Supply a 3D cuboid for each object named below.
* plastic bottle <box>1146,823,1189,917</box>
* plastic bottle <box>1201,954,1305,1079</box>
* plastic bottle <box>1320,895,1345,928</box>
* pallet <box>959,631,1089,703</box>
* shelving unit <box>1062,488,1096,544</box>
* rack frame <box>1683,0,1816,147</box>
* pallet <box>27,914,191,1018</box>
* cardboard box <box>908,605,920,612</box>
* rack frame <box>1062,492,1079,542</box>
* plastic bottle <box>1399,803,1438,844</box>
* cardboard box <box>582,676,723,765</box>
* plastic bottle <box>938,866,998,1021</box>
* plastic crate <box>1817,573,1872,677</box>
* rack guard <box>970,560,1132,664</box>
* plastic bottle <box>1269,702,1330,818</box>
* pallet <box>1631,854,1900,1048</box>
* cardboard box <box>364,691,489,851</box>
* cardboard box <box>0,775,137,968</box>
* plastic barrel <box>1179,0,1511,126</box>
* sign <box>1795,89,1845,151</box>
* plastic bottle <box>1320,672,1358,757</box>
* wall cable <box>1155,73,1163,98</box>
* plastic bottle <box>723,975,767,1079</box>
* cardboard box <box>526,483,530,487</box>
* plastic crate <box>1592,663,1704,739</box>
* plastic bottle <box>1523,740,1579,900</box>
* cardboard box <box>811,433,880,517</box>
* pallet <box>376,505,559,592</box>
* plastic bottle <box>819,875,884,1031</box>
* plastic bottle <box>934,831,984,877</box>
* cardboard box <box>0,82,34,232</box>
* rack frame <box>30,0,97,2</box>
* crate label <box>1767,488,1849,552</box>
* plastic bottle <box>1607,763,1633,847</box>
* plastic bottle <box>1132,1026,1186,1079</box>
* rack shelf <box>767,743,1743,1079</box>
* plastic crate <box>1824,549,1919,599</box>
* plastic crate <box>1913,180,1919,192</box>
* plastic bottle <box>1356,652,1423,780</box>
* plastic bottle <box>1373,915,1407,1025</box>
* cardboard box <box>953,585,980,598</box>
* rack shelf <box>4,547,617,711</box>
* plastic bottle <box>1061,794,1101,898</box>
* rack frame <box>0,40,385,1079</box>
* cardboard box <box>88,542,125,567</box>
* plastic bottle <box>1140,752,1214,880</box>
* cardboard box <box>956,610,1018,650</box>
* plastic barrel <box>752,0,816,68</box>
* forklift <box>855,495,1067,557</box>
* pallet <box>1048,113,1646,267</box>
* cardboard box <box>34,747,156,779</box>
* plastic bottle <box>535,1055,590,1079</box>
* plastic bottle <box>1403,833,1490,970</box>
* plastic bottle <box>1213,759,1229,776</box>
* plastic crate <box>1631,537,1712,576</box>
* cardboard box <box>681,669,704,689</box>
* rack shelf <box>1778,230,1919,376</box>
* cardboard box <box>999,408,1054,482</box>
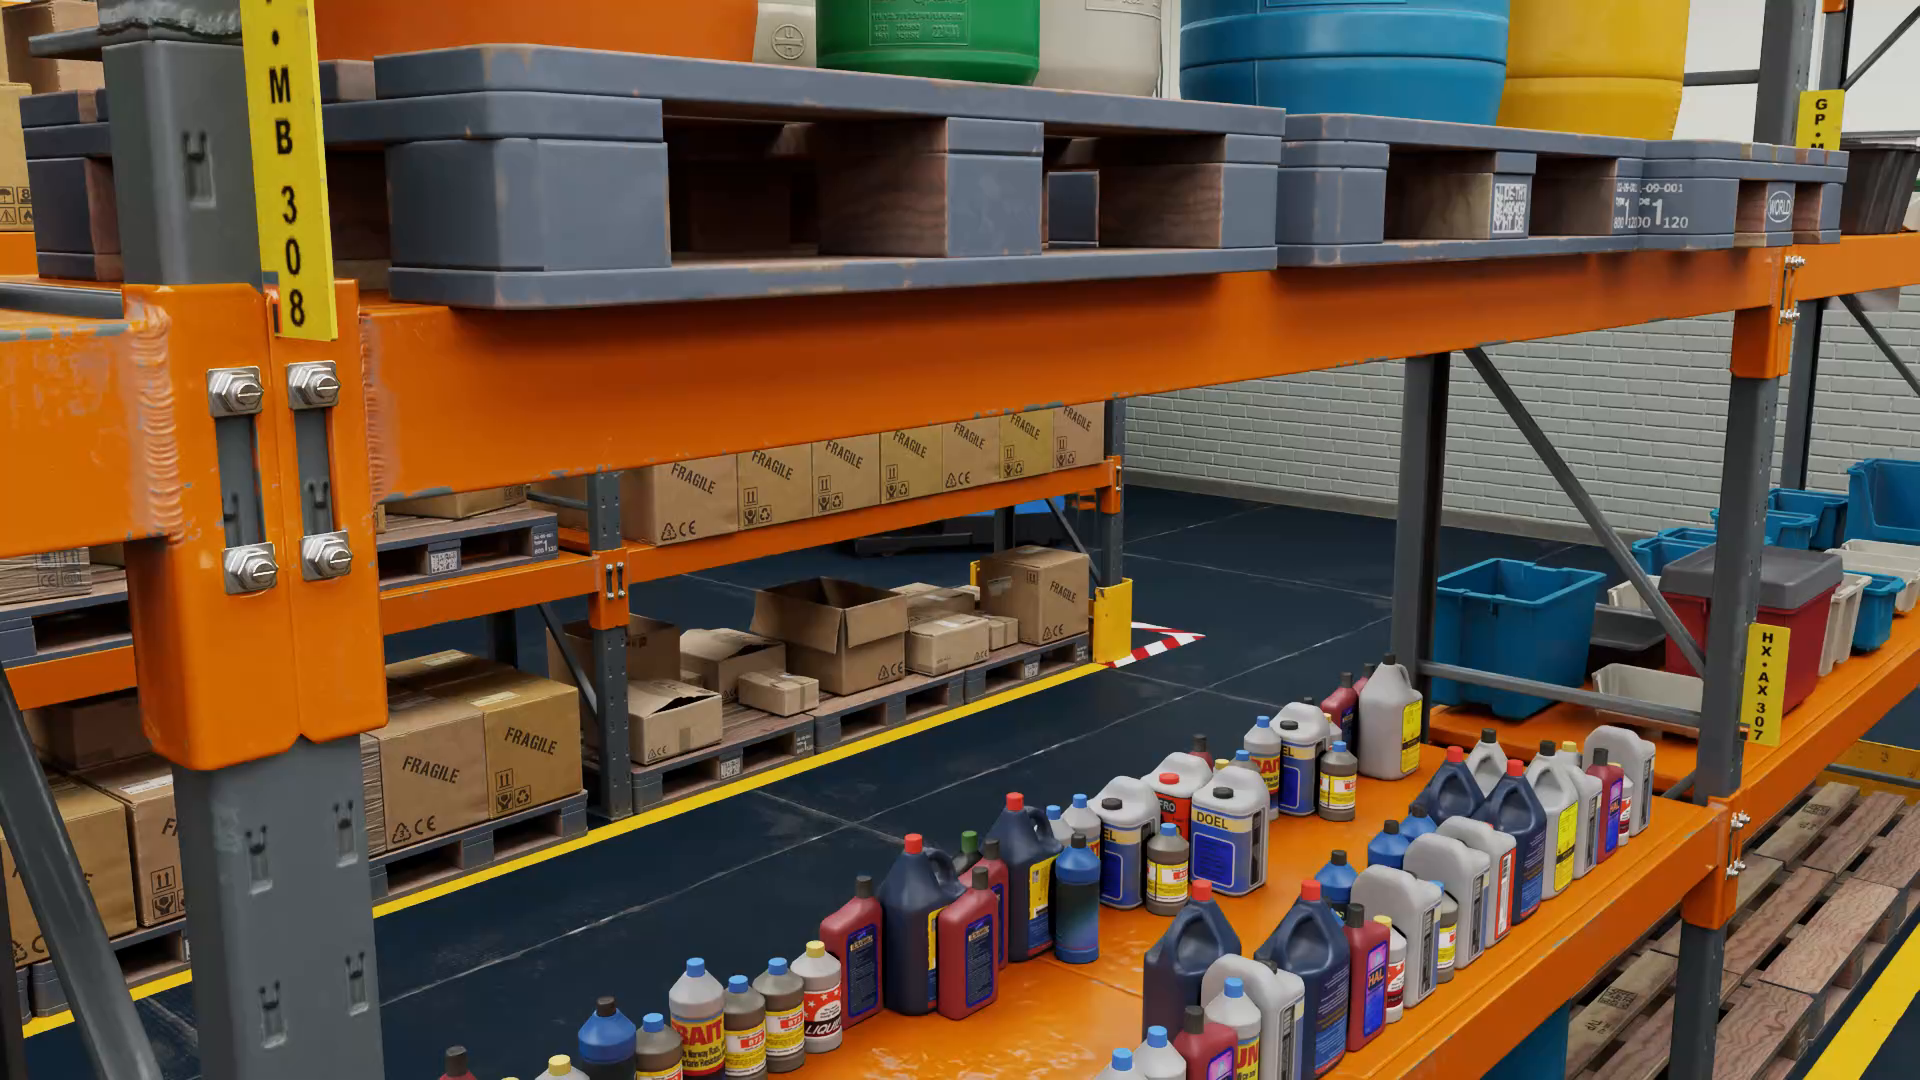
[{"bbox_3d":[0.476,0.749,3.809,0.097,0.201,0.097,0,11,0],"label":"plastic bottle"},{"bbox_3d":[0.529,0.873,3.001,0.152,0.276,0.135,10,15,40],"label":"plastic bottle"},{"bbox_3d":[0.703,0.826,3.245,0.097,0.271,0.097,0,11,0],"label":"plastic bottle"},{"bbox_3d":[0.072,0.716,10.589,1.003,0.211,1.213,10,15,40],"label":"pallet"},{"bbox_3d":[1.041,-0.567,14.484,0.189,1.200,0.258,-7,13,-31],"label":"shelving unit"},{"bbox_3d":[1.726,-2.493,4.217,1.000,3.000,0.127,10,15,40],"label":"rack frame"},{"bbox_3d":[-3.306,1.481,6.760,1.003,0.211,1.213,10,15,40],"label":"pallet"},{"bbox_3d":[-0.584,0.543,10.233,0.500,0.250,0.500,10,15,40],"label":"cardboard box"},{"bbox_3d":[0.964,-0.557,14.437,0.006,1.200,0.240,-7,13,-31],"label":"rack frame"},{"bbox_3d":[1.028,0.727,3.744,0.097,0.271,0.097,0,11,0],"label":"plastic bottle"},{"bbox_3d":[-1.553,0.877,8.403,0.500,0.311,0.500,10,15,40],"label":"cardboard box"},{"bbox_3d":[0.017,0.803,3.328,0.061,0.283,0.133,10,15,40],"label":"plastic bottle"},{"bbox_3d":[2.872,0.277,5.815,0.437,0.282,0.530,10,15,40],"label":"plastic crate"},{"bbox_3d":[0.598,0.457,11.149,1.175,0.500,0.348,10,15,40],"label":"rack guard"},{"bbox_3d":[0.892,0.583,4.452,0.152,0.276,0.135,10,15,40],"label":"plastic bottle"},{"bbox_3d":[2.987,1.523,6.547,1.003,0.211,1.213,10,15,40],"label":"pallet"},{"bbox_3d":[-2.436,0.999,7.307,0.500,0.500,0.500,10,15,41],"label":"cardboard box"},{"bbox_3d":[-3.442,1.226,6.174,0.500,0.500,0.500,10,15,40],"label":"cardboard box"},{"bbox_3d":[0.714,-1.203,3.064,0.600,0.901,0.708,10,15,40],"label":"plastic barrel"},{"bbox_3d":[2.138,-0.955,4.152,0.100,0.325,0.005,10,15,40],"label":"sign"},{"bbox_3d":[1.075,0.525,4.723,0.061,0.283,0.133,10,15,40],"label":"plastic bottle"},{"bbox_3d":[0.926,-3.625,17.815,3.097,2.526,0.112,10,15,40],"label":"wall cable"},{"bbox_3d":[-0.405,0.900,3.053,0.097,0.201,0.097,0,11,0],"label":"plastic bottle"},{"bbox_3d":[-3.579,-0.522,13.322,0.380,0.149,0.250,10,15,42],"label":"cardboard box"},{"bbox_3d":[2.140,0.499,5.074,0.396,0.136,0.243,10,15,40],"label":"plastic crate"},{"bbox_3d":[1.365,0.651,3.920,0.144,0.351,0.185,10,15,40],"label":"plastic bottle"},{"bbox_3d":[-0.784,-0.430,8.949,0.500,0.500,0.500,10,15,40],"label":"cardboard box"},{"bbox_3d":[-2.602,0.006,7.514,1.003,0.211,1.213,10,15,40],"label":"pallet"},{"bbox_3d":[-0.214,0.812,3.285,0.061,0.283,0.133,10,15,40],"label":"plastic bottle"},{"bbox_3d":[-0.004,0.765,3.520,0.061,0.283,0.133,10,15,40],"label":"plastic bottle"},{"bbox_3d":[-3.691,-1.343,5.865,0.910,0.500,0.500,10,15,40],"label":"cardboard box"},{"bbox_3d":[-5.716,-3.774,10.630,1.000,3.000,0.127,10,15,40],"label":"rack frame"},{"bbox_3d":[3.956,-0.093,7.792,0.416,0.233,0.303,10,15,40],"label":"crate label"},{"bbox_3d":[1.652,0.667,4.221,0.097,0.201,0.097,0,11,0],"label":"plastic bottle"},{"bbox_3d":[0.321,0.929,2.728,0.097,0.271,0.097,0,11,0],"label":"plastic bottle"},{"bbox_3d":[0.405,1.096,3.401,1.077,0.370,4.000,10,15,40],"label":"rack shelf"},{"bbox_3d":[3.762,0.145,6.849,0.396,0.136,0.243,10,15,40],"label":"plastic crate"},{"bbox_3d":[3.929,-1.324,6.566,0.450,0.188,0.336,10,15,40],"label":"plastic crate"},{"bbox_3d":[1.223,0.489,4.730,0.144,0.351,0.185,10,15,40],"label":"plastic bottle"},{"bbox_3d":[0.836,0.849,3.310,0.097,0.201,0.097,0,11,0],"label":"plastic bottle"},{"bbox_3d":[0.113,0.419,11.110,0.380,0.149,0.250,10,15,40],"label":"cardboard box"},{"bbox_3d":[-3.313,0.455,6.611,1.077,0.370,4.000,10,15,40],"label":"rack shelf"},{"bbox_3d":[0.272,0.715,3.802,0.097,0.271,0.097,0,11,0],"label":"plastic bottle"},{"bbox_3d":[-0.915,1.038,1.858,1.000,3.000,0.127,10,15,40],"label":"rack frame"},{"bbox_3d":[-3.113,-0.179,6.621,0.700,0.500,0.500,6,13,26],"label":"cardboard box"},{"bbox_3d":[0.523,0.665,4.040,0.152,0.276,0.135,10,15,40],"label":"plastic bottle"},{"bbox_3d":[0.139,0.553,10.394,0.380,0.166,0.250,10,15,40],"label":"cardboard box"},{"bbox_3d":[-0.317,-0.748,2.421,0.301,0.262,0.301,0,11,0],"label":"plastic barrel"},{"bbox_3d":[-0.647,-1.406,14.267,3.031,2.935,1.130,-3,12,-14],"label":"forklift"},{"bbox_3d":[0.535,-0.634,3.051,1.003,0.211,1.213,10,15,40],"label":"pallet"},{"bbox_3d":[-3.508,1.085,6.881,0.500,0.500,0.500,9,14,38],"label":"cardboard box"},{"bbox_3d":[-0.662,0.957,2.766,0.097,0.201,0.097,0,11,0],"label":"plastic bottle"},{"bbox_3d":[1.045,0.757,3.577,0.152,0.276,0.135,10,15,40],"label":"plastic bottle"},{"bbox_3d":[0.667,0.661,4.249,0.097,0.201,0.097,0,11,0],"label":"plastic bottle"},{"bbox_3d":[2.889,0.145,6.601,0.416,0.233,0.300,10,15,40],"label":"plastic crate"},{"bbox_3d":[-1.627,0.807,9.168,0.380,0.149,0.250,10,15,40],"label":"cardboard box"},{"bbox_3d":[3.046,-0.963,6.054,1.077,0.370,4.000,10,15,40],"label":"rack shelf"},{"bbox_3d":[0.217,-0.652,10.060,0.500,0.500,0.500,10,15,41],"label":"cardboard box"}]
